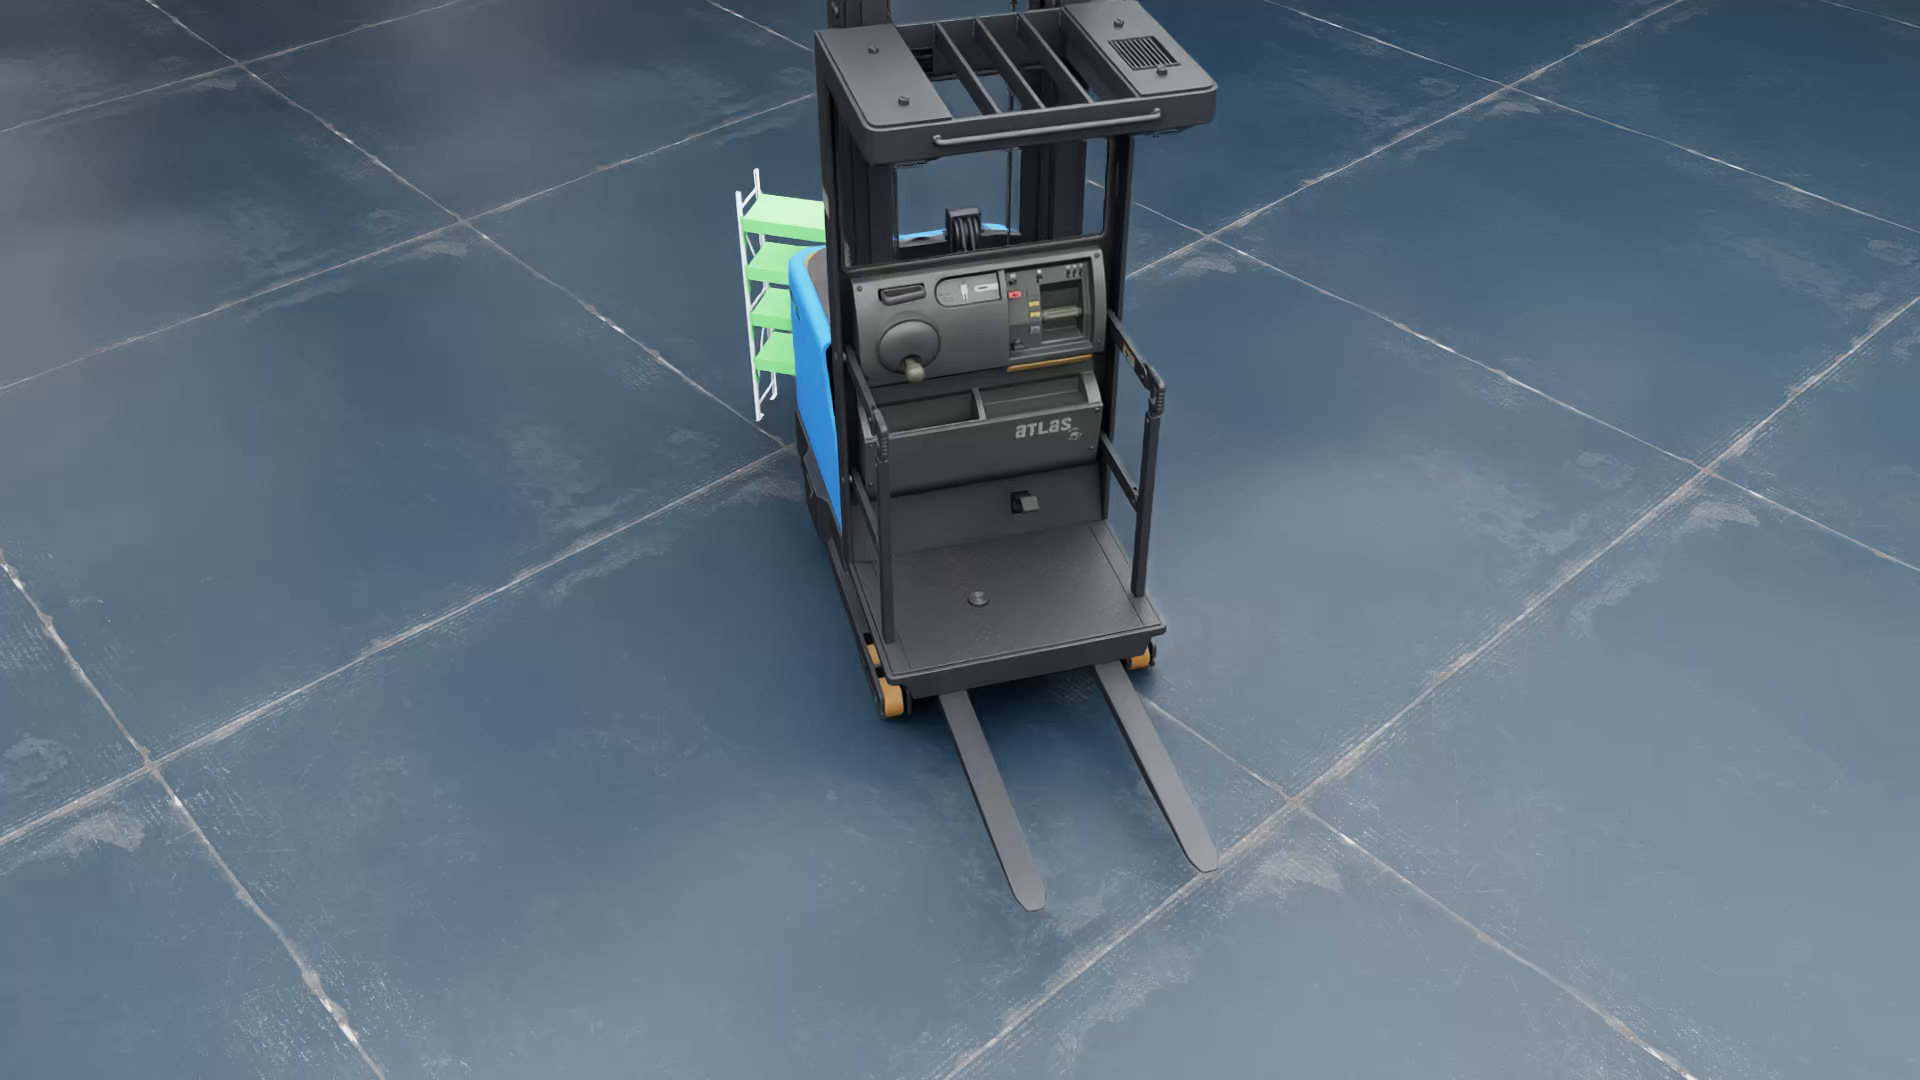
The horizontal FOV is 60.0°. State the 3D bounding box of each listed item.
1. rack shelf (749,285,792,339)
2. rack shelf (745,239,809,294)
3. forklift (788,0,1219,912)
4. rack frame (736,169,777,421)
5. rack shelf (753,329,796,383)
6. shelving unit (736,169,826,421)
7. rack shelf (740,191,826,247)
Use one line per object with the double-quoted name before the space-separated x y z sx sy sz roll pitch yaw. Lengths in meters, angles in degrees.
"rack shelf" -0.698 -1.017 7.657 0.480 0.148 0.258 10 40 12
"rack shelf" -0.698 -1.204 7.506 0.480 0.148 0.258 10 40 12
"forklift" 0.137 -0.732 5.824 1.130 2.935 3.031 -10 40 -12
"rack frame" -0.933 -1.108 7.667 0.015 1.200 0.240 10 40 12
"rack shelf" -0.698 -0.831 7.807 0.480 0.148 0.258 10 40 12
"shelving unit" -0.698 -1.067 7.616 0.503 1.200 0.258 10 40 12
"rack shelf" -0.698 -1.391 7.355 0.480 0.148 0.258 10 40 12
